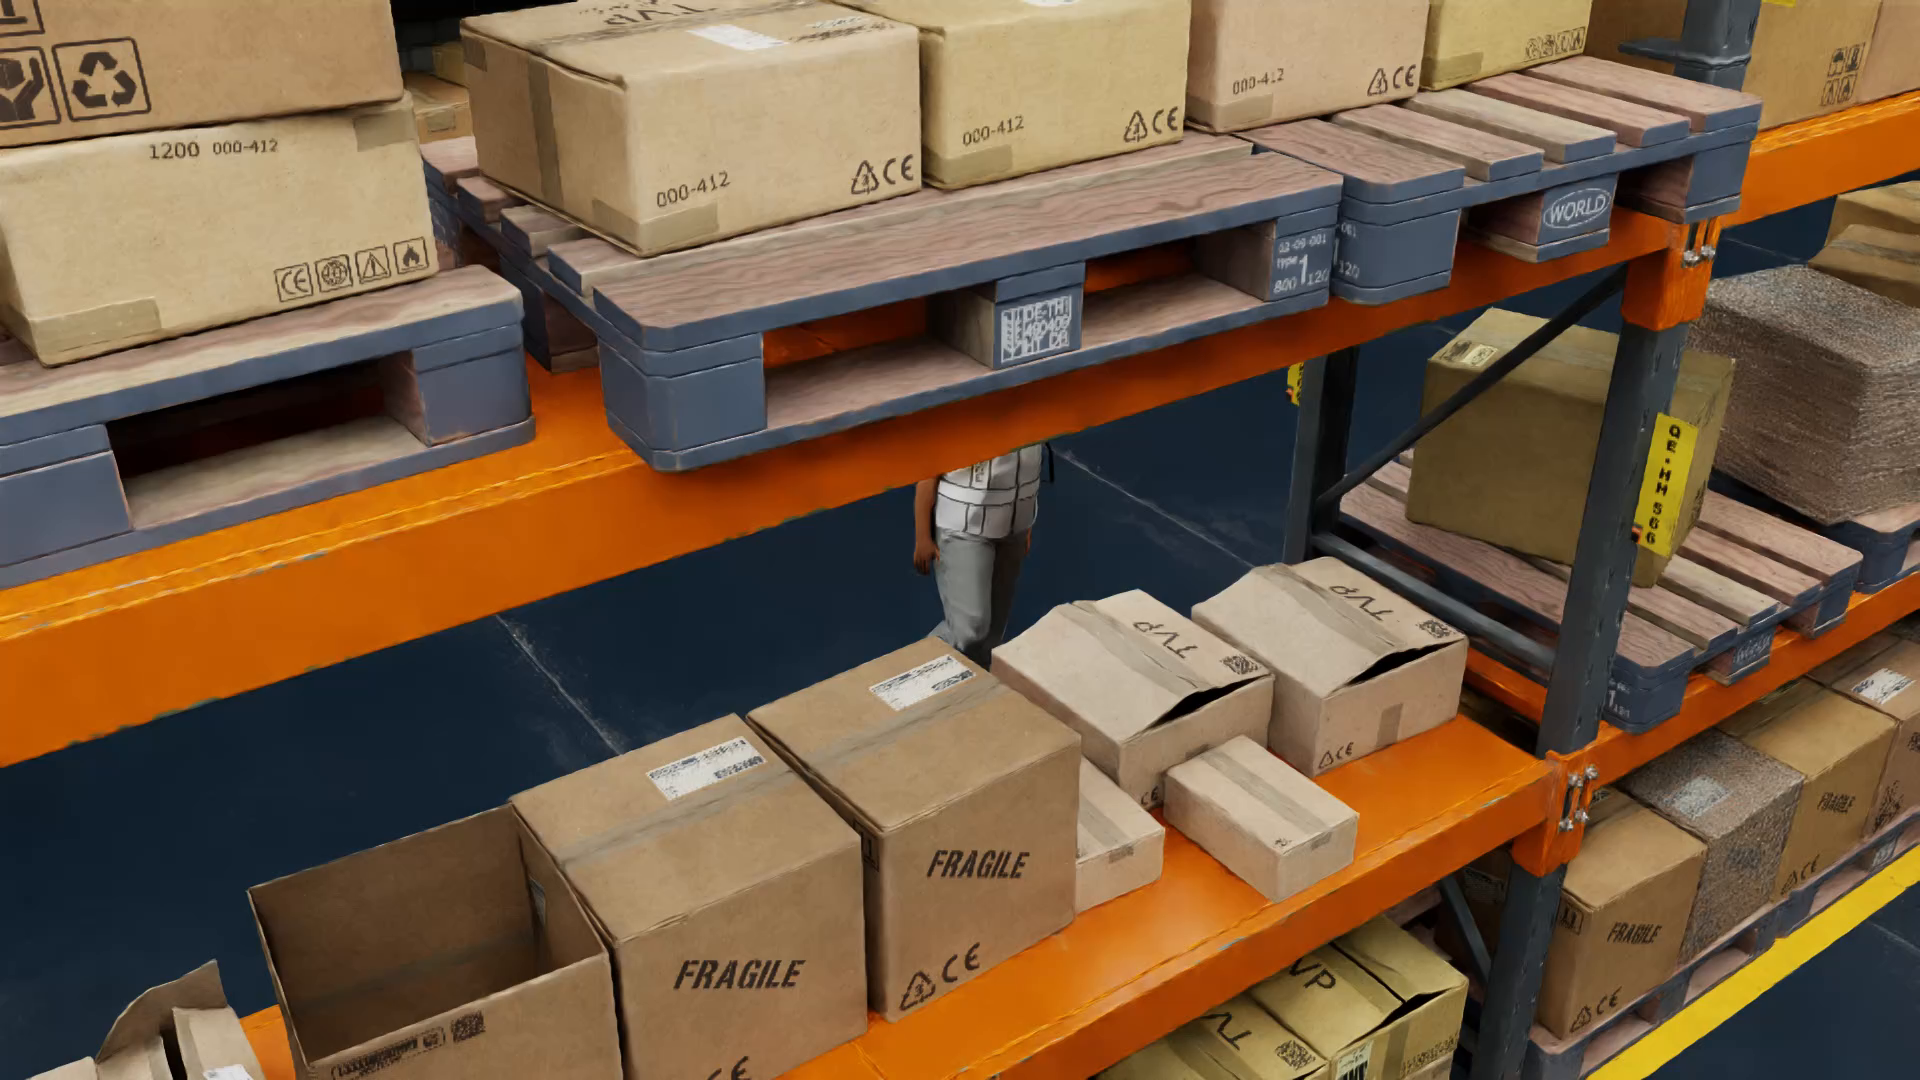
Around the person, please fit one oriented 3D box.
[{"bbox_3d":[0.059,-0.028,6.167,0.609,1.665,0.452,-24,37,-37],"label":"person"}]
